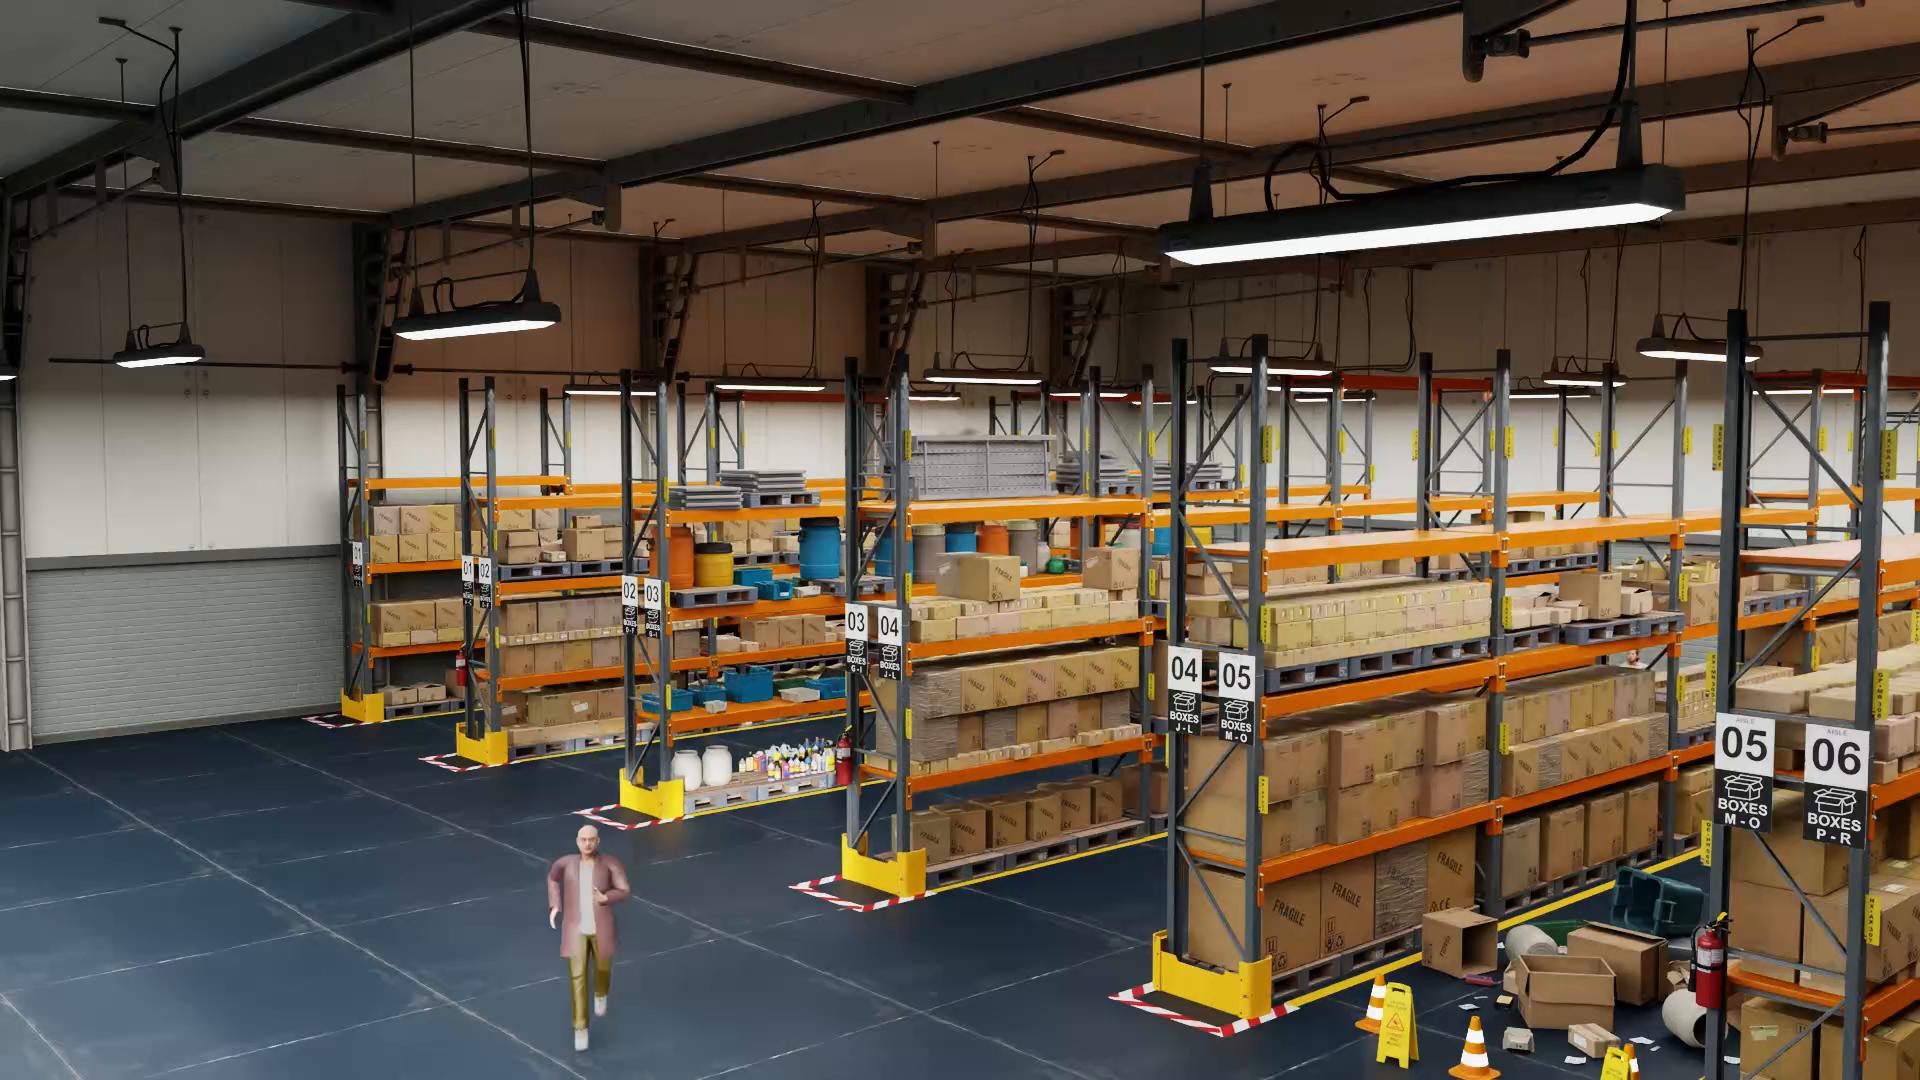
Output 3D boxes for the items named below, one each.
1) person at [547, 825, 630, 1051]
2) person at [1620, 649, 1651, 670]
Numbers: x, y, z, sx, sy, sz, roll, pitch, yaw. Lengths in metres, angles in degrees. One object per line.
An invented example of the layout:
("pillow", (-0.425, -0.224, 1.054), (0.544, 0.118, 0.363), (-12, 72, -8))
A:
("person", (-3.169, 3.313, 14.194), (0.703, 1.765, 1.064), (-1, 4, -12))
("person", (10.946, 2.560, 27.084), (0.545, 1.646, 0.638), (4, 5, 44))
